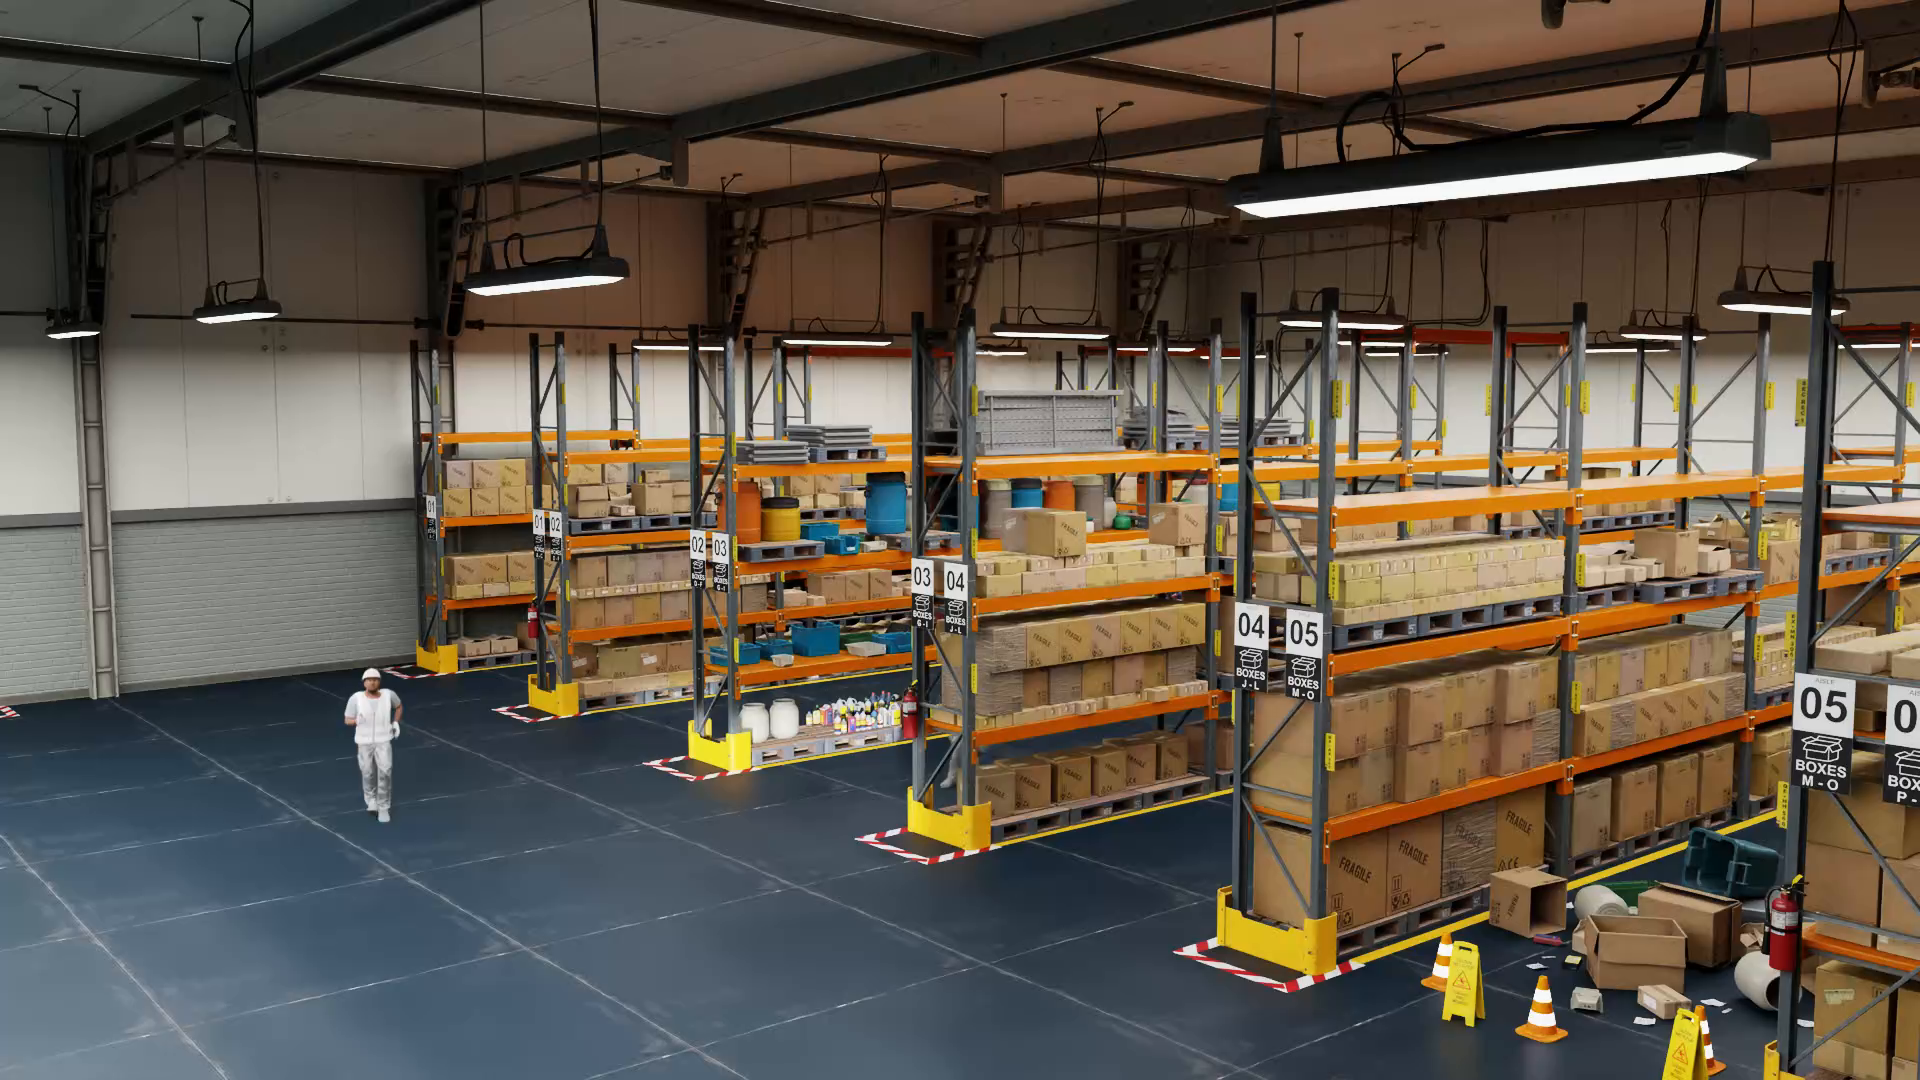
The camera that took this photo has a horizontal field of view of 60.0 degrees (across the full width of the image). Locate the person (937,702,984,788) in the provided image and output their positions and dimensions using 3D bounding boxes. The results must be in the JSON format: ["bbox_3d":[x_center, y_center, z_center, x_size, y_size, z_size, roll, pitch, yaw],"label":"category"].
[{"bbox_3d":[0.056,2.306,21.628,0.875,1.746,0.677,-5,7,-44],"label":"person"}]

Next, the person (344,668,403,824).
[{"bbox_3d":[-6.977,2.423,19.812,0.654,1.798,0.735,-2,6,-18],"label":"person"}]
